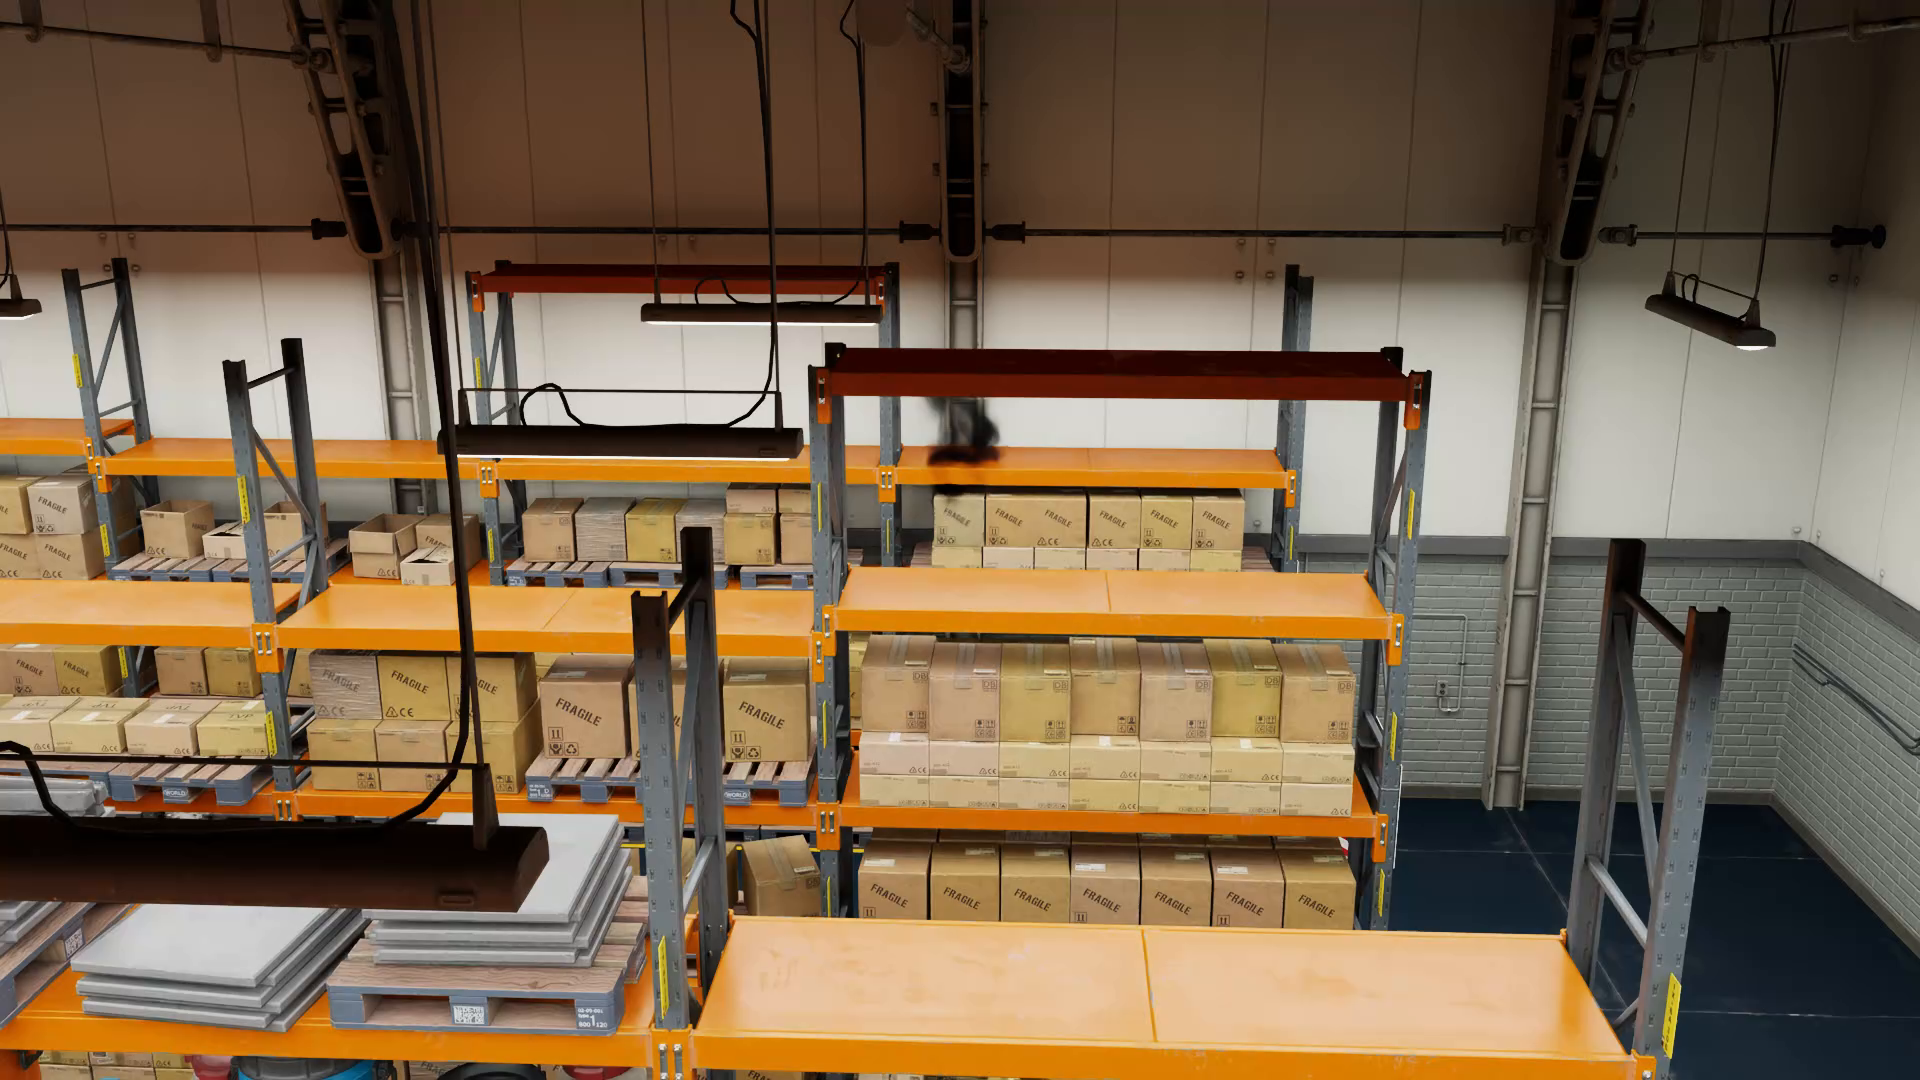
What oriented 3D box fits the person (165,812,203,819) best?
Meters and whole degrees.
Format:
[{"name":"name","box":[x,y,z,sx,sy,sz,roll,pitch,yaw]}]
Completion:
[{"name":"person","box":[-7.198,2.943,15.325,0.638,1.737,0.638,-2,16,-6]}]
